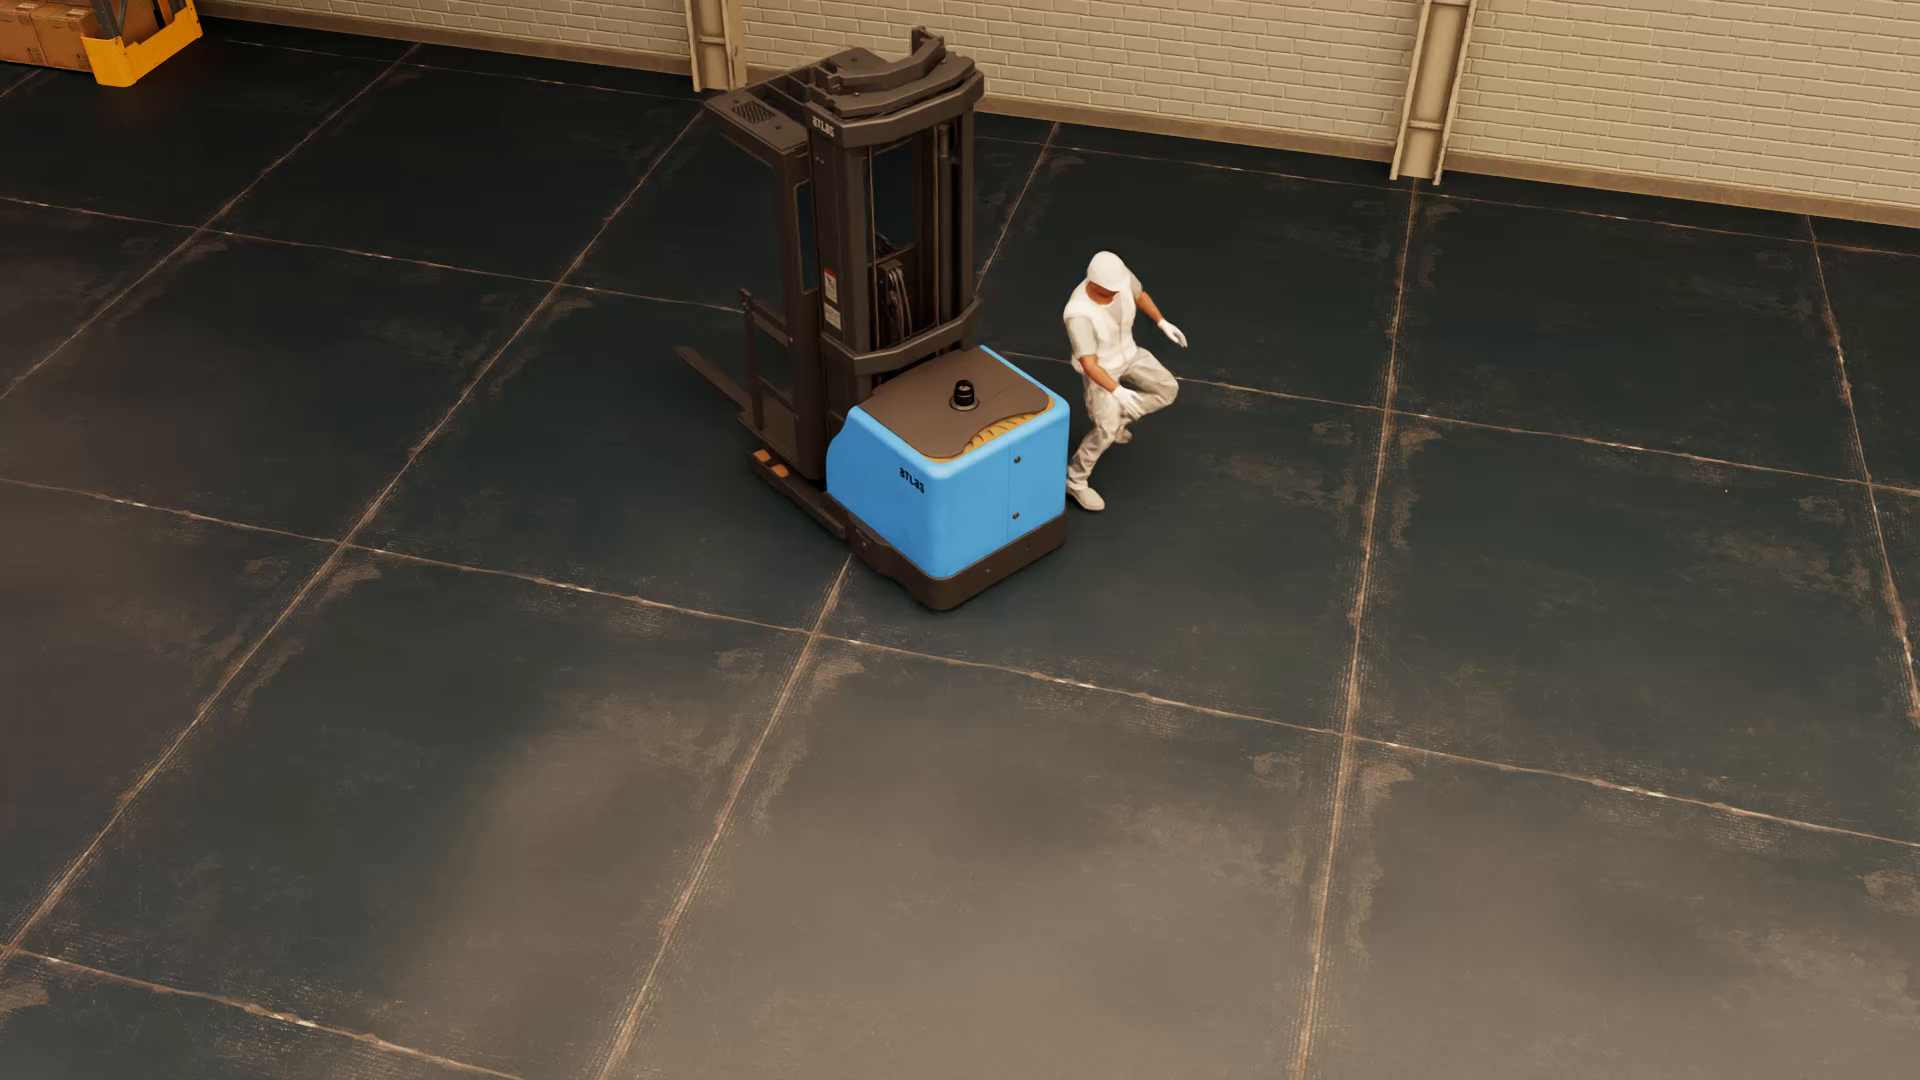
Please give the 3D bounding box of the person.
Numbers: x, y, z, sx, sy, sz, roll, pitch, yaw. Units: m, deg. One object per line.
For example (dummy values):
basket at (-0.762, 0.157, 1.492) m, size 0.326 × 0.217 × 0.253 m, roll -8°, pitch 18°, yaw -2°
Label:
person at (0.995, -1.029, 10.038) m, size 0.776 × 1.568 × 0.873 m, roll 33°, pitch 51°, yaw 32°

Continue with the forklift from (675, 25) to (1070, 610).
forklift at (-0.695, -1.602, 9.689) m, size 1.130 × 2.935 × 3.031 m, roll -29°, pitch 49°, yaw -29°
